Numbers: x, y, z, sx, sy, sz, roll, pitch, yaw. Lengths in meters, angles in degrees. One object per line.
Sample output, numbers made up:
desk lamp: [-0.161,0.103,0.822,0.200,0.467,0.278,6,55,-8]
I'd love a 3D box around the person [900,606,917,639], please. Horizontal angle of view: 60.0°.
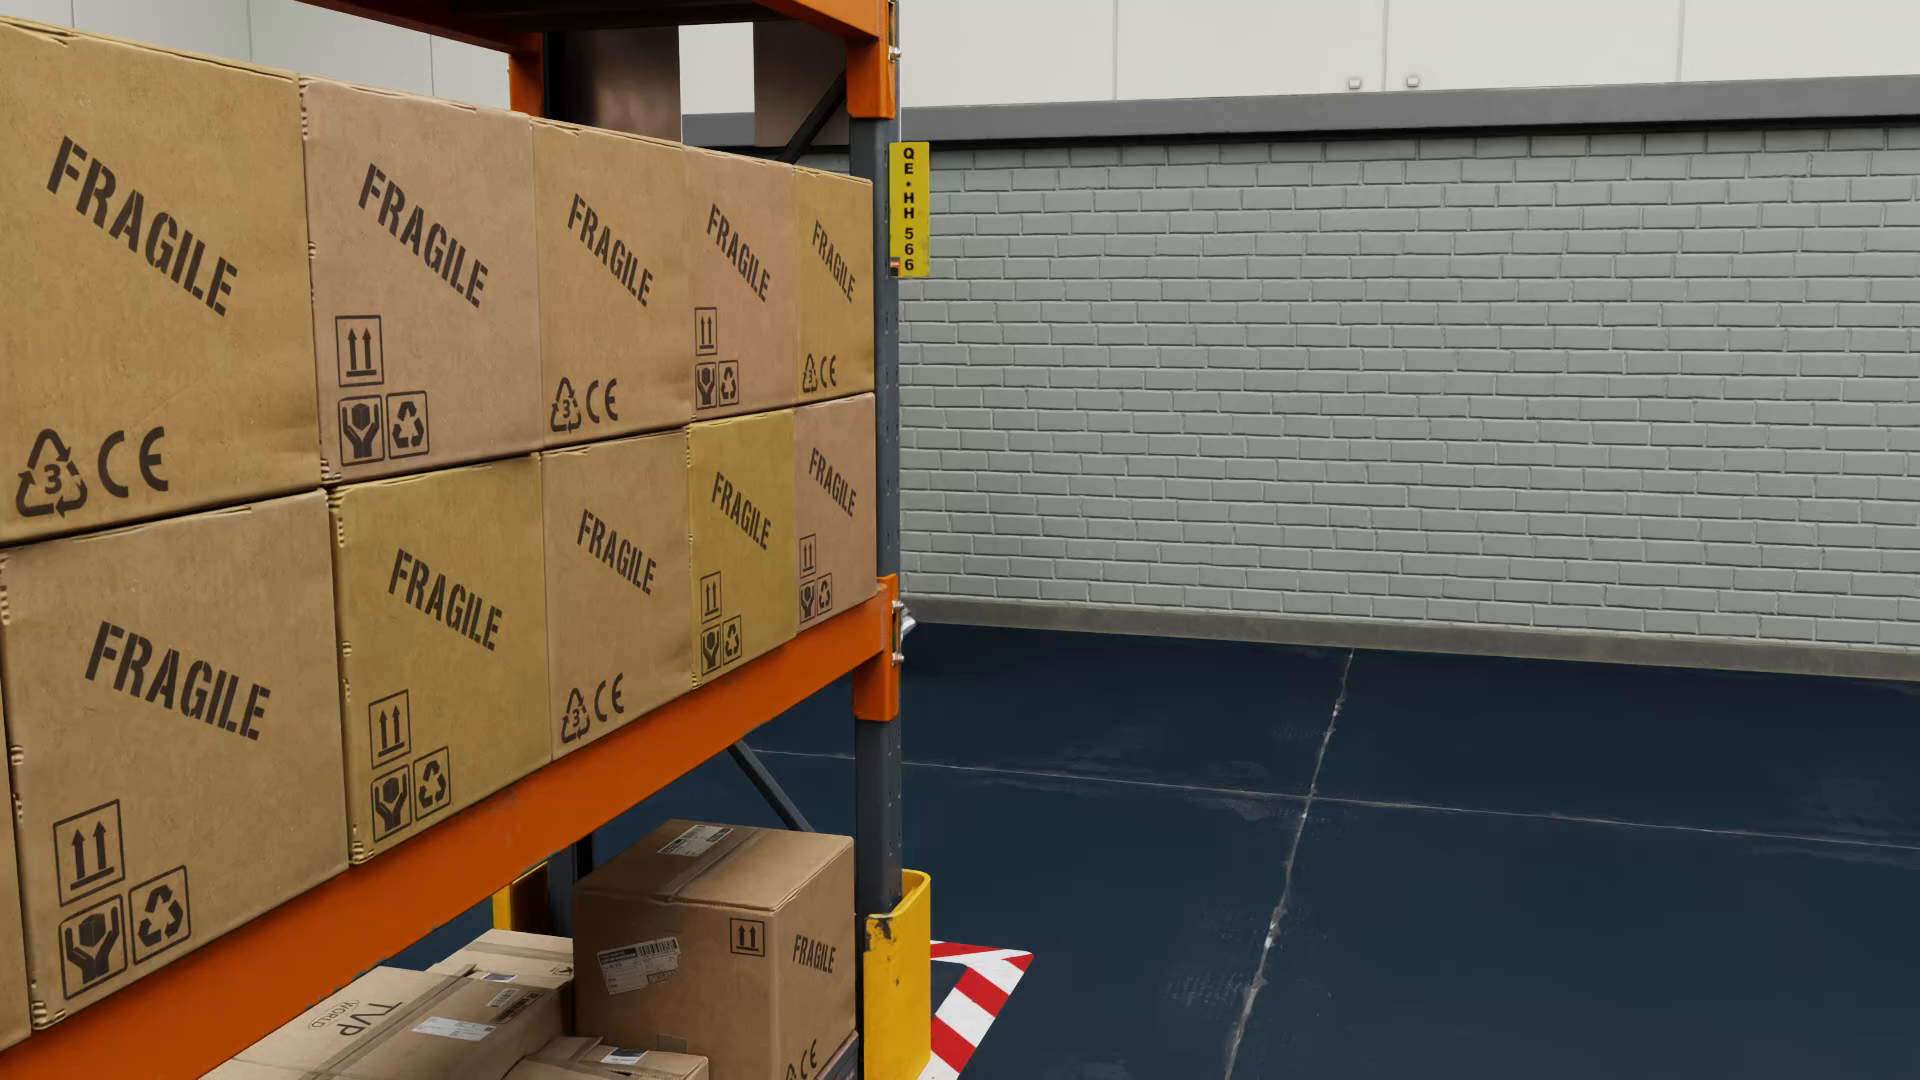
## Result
person: [-0.571,-0.082,8.920,0.611,1.576,0.458,7,11,39]
